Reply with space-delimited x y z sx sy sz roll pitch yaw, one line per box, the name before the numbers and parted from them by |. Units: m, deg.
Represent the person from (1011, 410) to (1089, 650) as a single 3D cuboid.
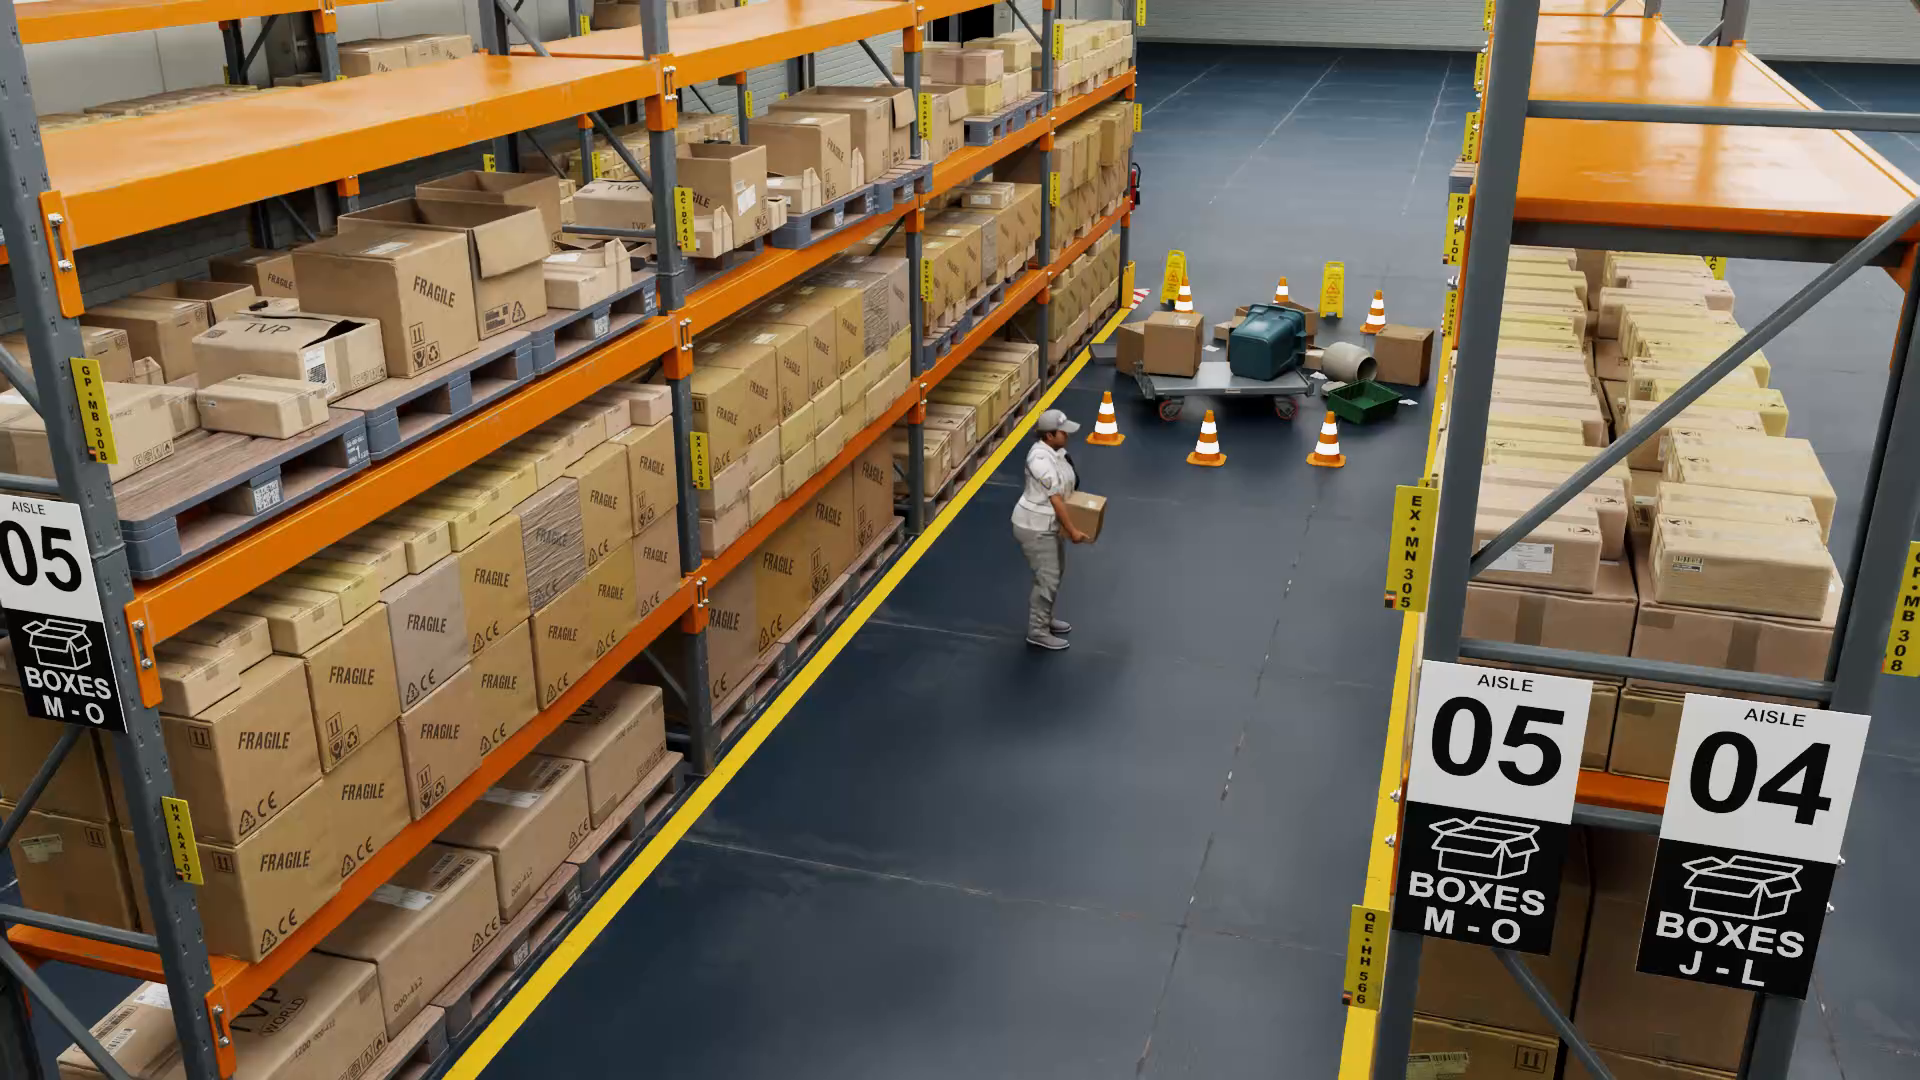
person | 0.637 -0.085 11.315 0.560 1.660 0.452 6 23 15
